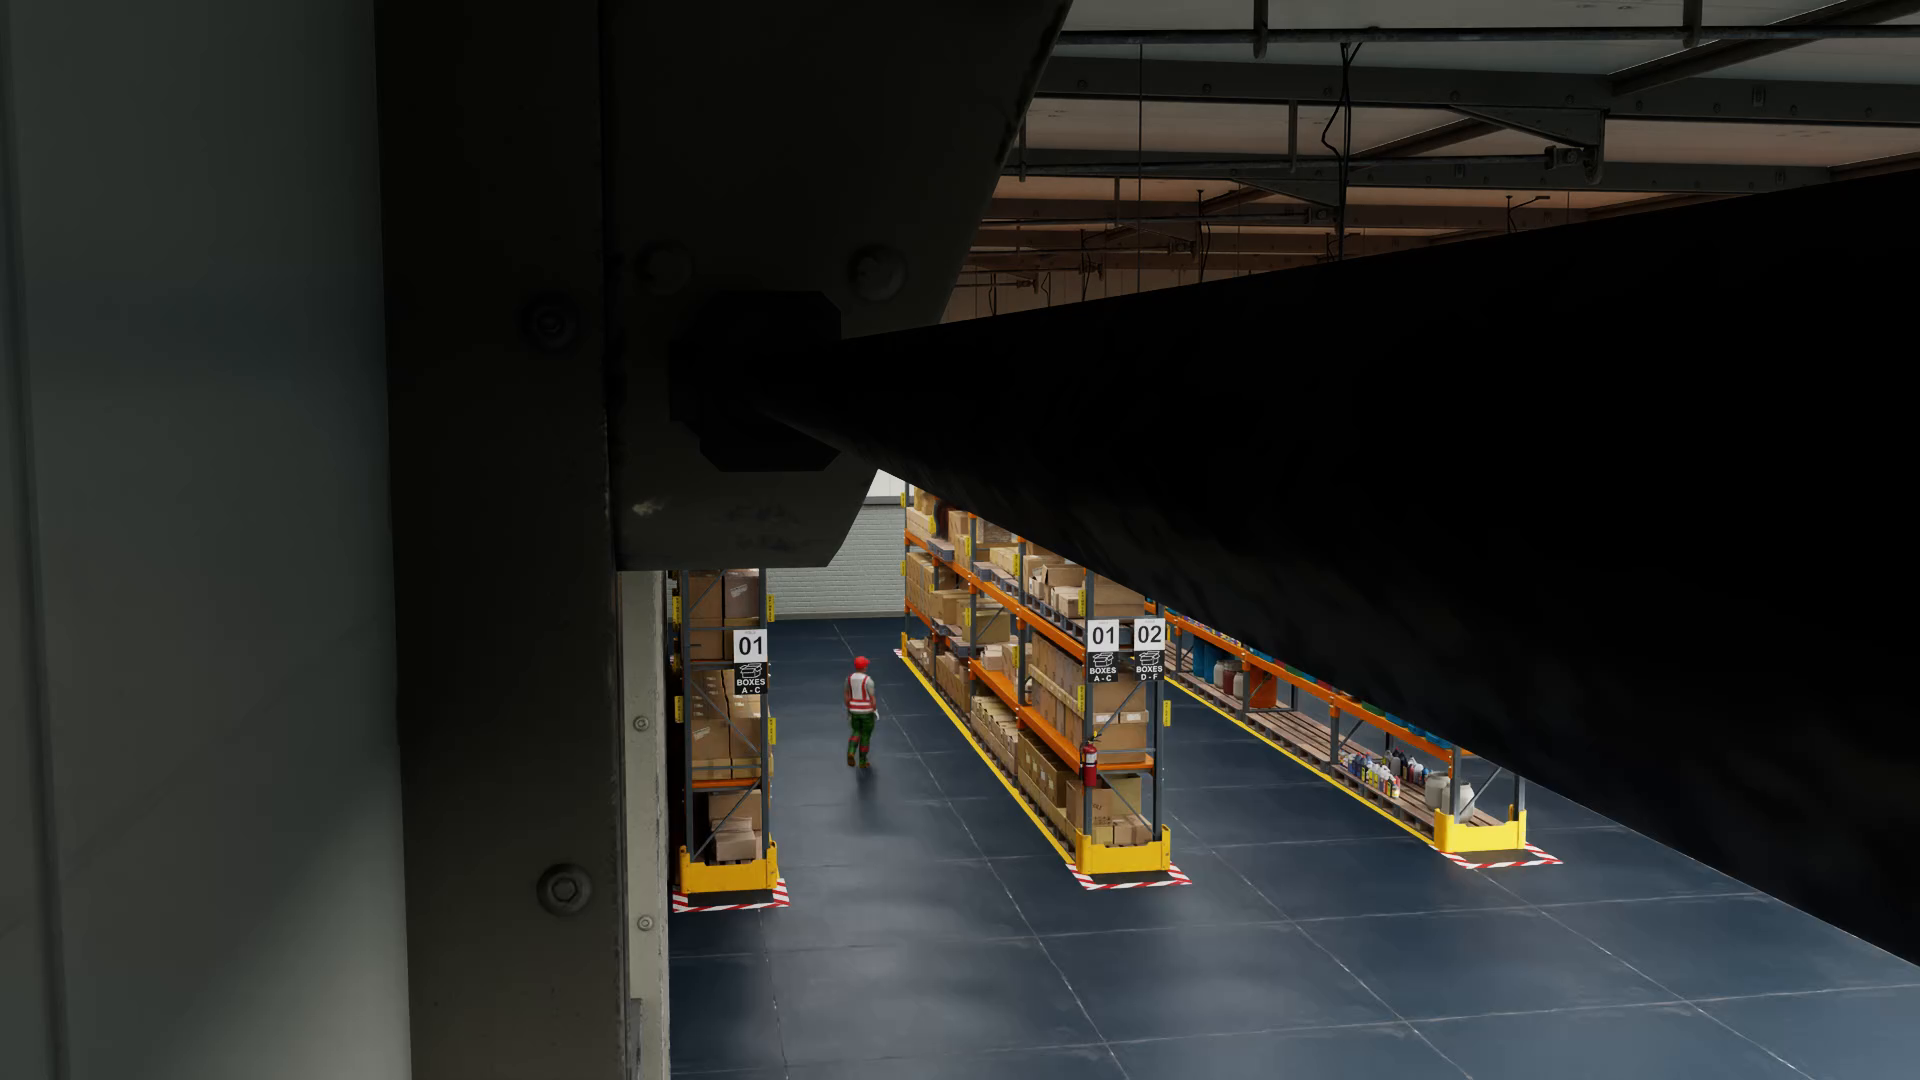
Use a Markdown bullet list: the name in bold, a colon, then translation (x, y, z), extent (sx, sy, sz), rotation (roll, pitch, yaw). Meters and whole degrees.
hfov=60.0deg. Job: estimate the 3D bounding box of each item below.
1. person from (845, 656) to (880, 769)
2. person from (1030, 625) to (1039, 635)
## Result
- **person**: translation (-1.559, 2.710, 26.207), extent (0.554, 1.782, 0.497), rotation (3, 7, 27)
- **person**: translation (1.722, 1.793, 34.410), extent (0.634, 1.712, 0.856), rotation (-1, 6, -13)
